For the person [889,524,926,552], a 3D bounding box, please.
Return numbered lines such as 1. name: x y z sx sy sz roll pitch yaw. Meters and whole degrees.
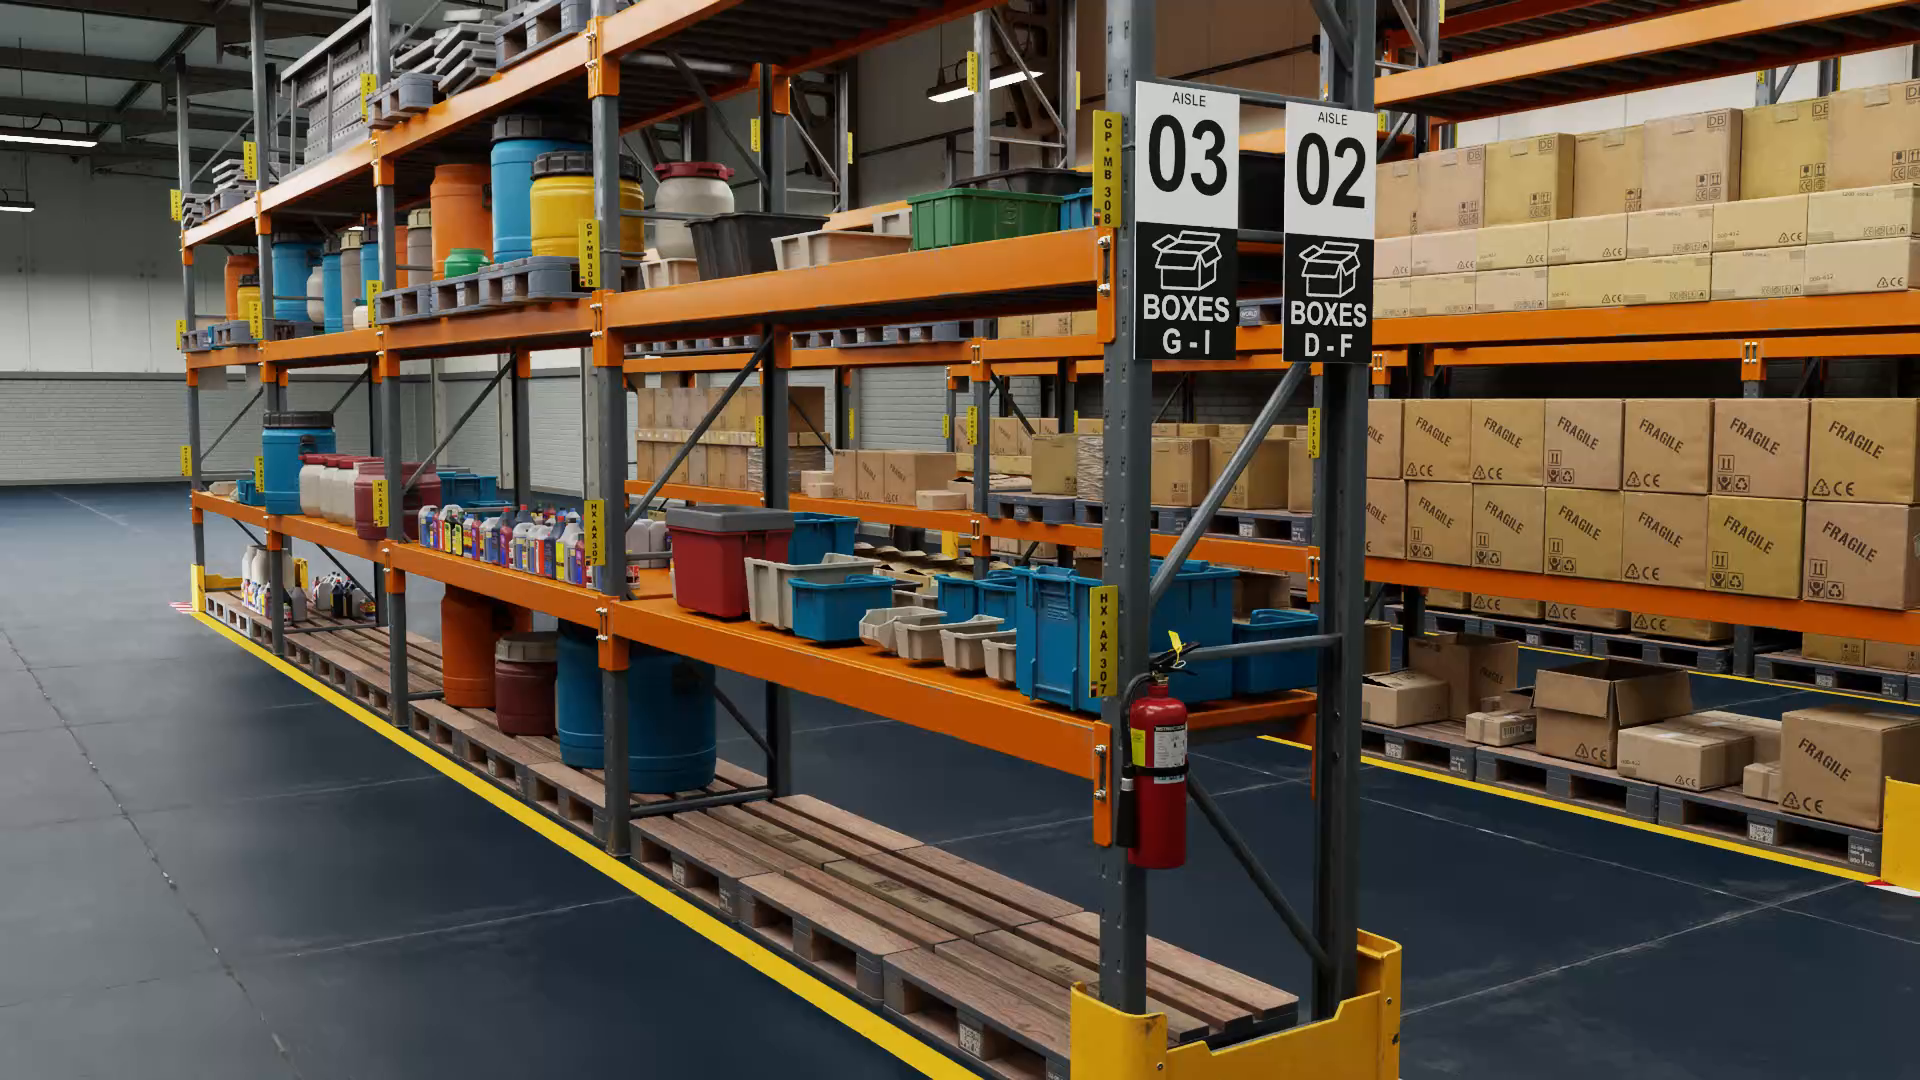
1. person: -0.590 -0.136 19.182 0.514 1.654 0.352 -3 6 -34
